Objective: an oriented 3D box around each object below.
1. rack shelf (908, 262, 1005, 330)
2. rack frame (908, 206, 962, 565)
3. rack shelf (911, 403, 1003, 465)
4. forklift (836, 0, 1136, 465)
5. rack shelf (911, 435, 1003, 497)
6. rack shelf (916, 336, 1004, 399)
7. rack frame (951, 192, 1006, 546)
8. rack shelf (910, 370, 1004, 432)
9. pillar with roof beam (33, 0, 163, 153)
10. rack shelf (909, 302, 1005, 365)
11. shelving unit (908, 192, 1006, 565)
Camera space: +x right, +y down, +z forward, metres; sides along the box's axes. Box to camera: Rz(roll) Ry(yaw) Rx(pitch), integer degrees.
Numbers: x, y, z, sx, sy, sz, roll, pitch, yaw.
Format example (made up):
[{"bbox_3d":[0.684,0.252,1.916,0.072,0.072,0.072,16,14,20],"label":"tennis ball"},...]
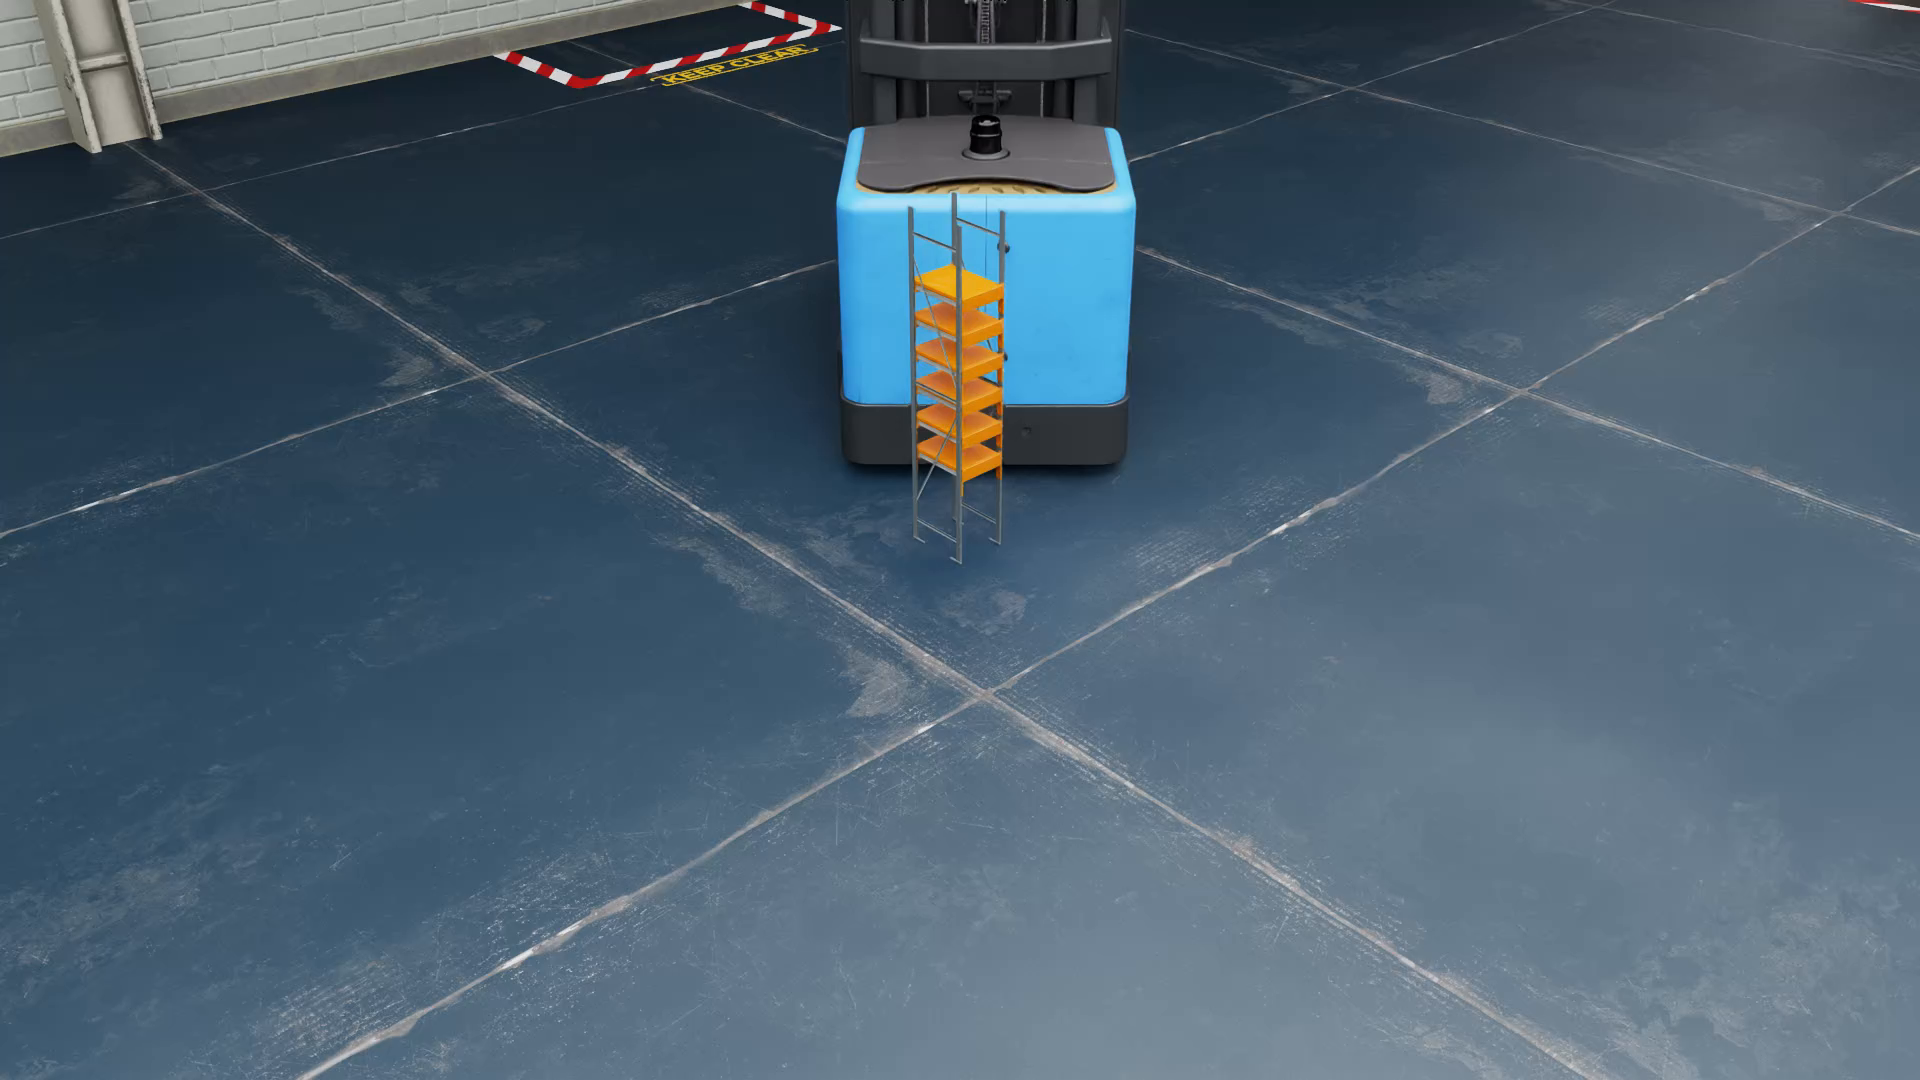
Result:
[{"bbox_3d":[-0.011,-0.776,5.264,0.180,0.103,0.258,-26,40,-35],"label":"rack shelf"},{"bbox_3d":[-0.078,-0.474,5.376,0.006,1.200,0.240,-26,40,-35],"label":"rack frame"},{"bbox_3d":[-0.011,-0.366,5.514,0.180,0.103,0.258,-26,40,-35],"label":"rack shelf"},{"bbox_3d":[0.096,-2.252,6.624,1.130,2.935,3.031,0,31,0],"label":"forklift"},{"bbox_3d":[-0.011,-0.264,5.577,0.180,0.103,0.258,-26,40,-35],"label":"rack shelf"},{"bbox_3d":[-0.011,-0.571,5.389,0.180,0.103,0.258,-26,40,-35],"label":"rack shelf"},{"bbox_3d":[0.056,-0.539,5.482,0.006,1.200,0.240,-26,40,-35],"label":"rack frame"},{"bbox_3d":[-0.011,-0.469,5.452,0.180,0.103,0.258,-26,40,-35],"label":"rack shelf"},{"bbox_3d":[-1.876,-4.479,4.449,0.400,9.000,9.100,-26,40,-35],"label":"pillar with roof beam"},{"bbox_3d":[-0.011,-0.674,5.327,0.180,0.103,0.258,-26,40,-35],"label":"rack shelf"},{"bbox_3d":[-0.011,-0.507,5.429,0.189,1.200,0.258,-26,40,-35],"label":"shelving unit"}]
